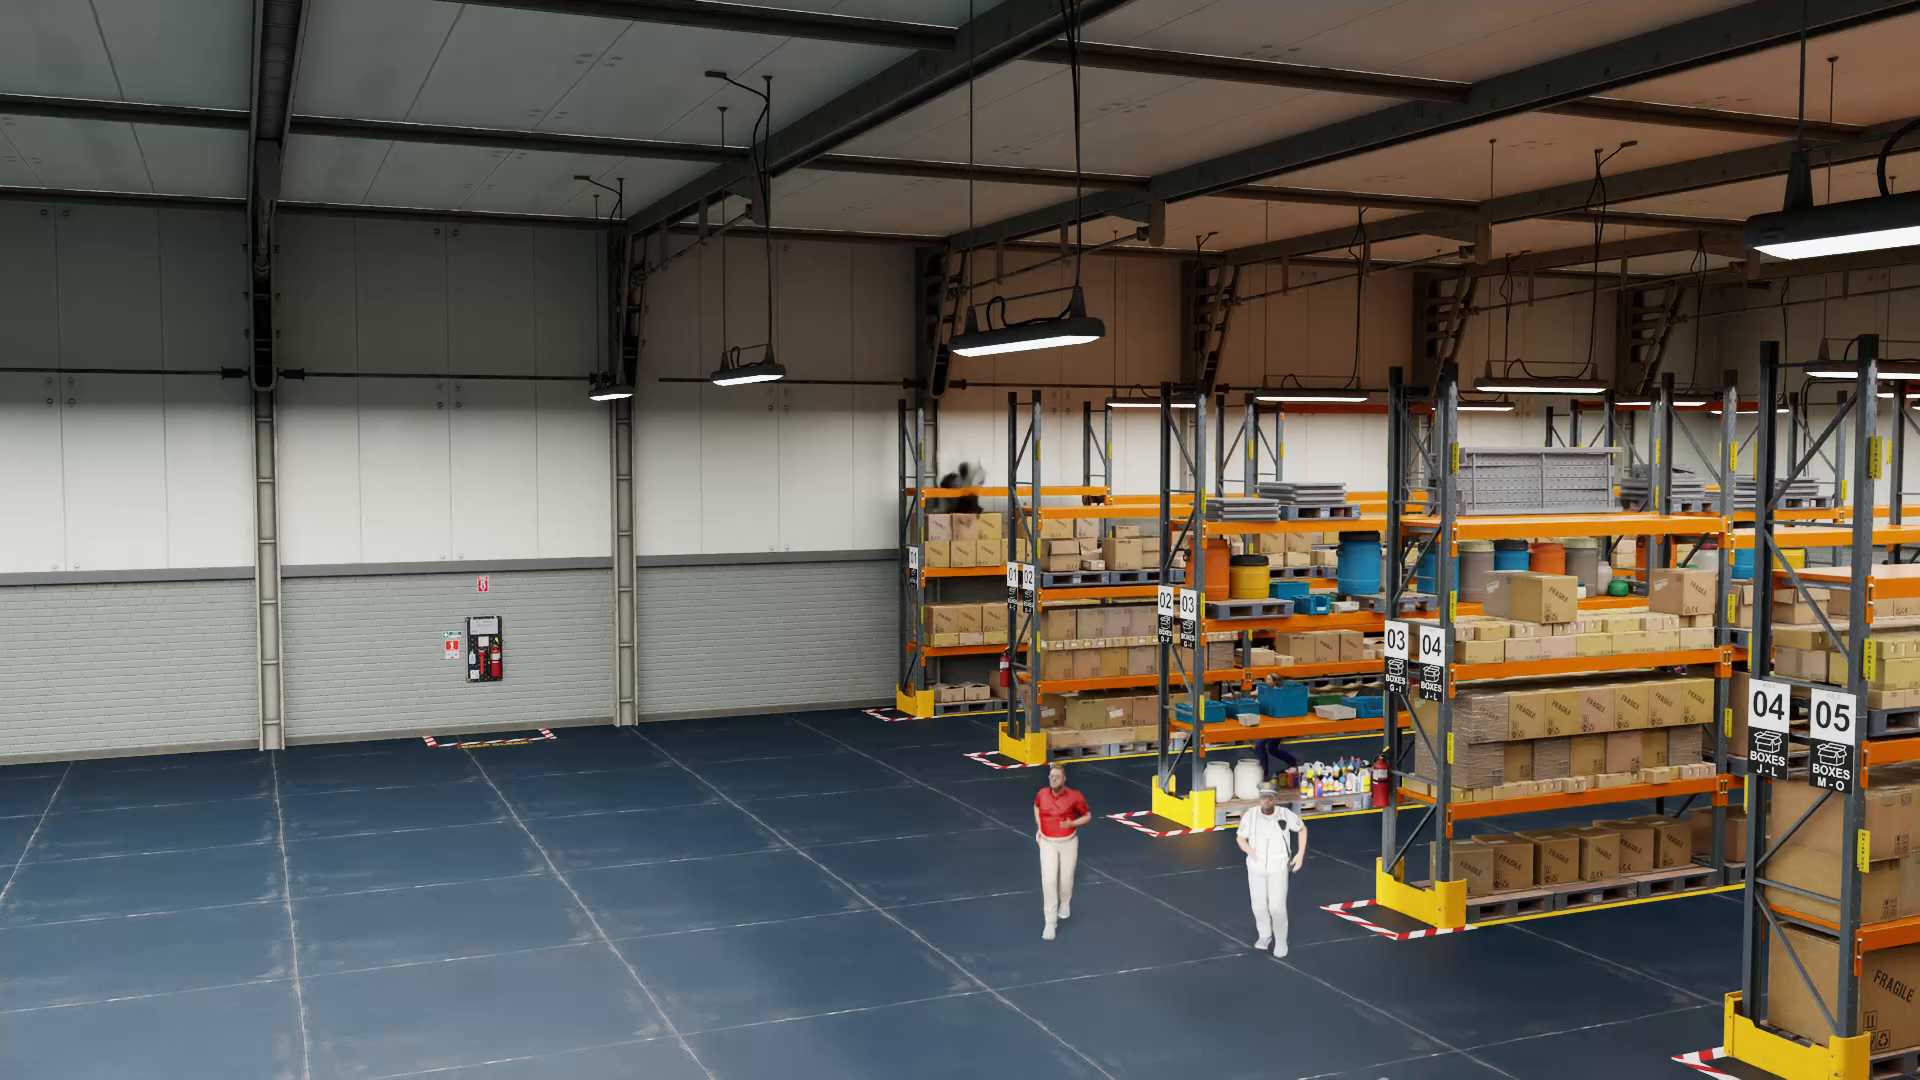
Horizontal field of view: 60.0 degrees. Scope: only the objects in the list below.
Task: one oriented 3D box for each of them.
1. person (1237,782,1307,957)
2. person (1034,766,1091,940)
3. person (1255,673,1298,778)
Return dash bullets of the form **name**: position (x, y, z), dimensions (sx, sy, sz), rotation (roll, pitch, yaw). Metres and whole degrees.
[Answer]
- **person**: position (3.115, 3.328, 16.706), dimensions (0.678, 1.815, 0.705), rotation (1, 4, 17)
- **person**: position (1.076, 3.270, 17.659), dimensions (0.641, 1.762, 0.912), rotation (1, 3, 11)
- **person**: position (4.804, 2.850, 25.564), dimensions (0.764, 1.632, 0.615), rotation (-2, 4, -28)
